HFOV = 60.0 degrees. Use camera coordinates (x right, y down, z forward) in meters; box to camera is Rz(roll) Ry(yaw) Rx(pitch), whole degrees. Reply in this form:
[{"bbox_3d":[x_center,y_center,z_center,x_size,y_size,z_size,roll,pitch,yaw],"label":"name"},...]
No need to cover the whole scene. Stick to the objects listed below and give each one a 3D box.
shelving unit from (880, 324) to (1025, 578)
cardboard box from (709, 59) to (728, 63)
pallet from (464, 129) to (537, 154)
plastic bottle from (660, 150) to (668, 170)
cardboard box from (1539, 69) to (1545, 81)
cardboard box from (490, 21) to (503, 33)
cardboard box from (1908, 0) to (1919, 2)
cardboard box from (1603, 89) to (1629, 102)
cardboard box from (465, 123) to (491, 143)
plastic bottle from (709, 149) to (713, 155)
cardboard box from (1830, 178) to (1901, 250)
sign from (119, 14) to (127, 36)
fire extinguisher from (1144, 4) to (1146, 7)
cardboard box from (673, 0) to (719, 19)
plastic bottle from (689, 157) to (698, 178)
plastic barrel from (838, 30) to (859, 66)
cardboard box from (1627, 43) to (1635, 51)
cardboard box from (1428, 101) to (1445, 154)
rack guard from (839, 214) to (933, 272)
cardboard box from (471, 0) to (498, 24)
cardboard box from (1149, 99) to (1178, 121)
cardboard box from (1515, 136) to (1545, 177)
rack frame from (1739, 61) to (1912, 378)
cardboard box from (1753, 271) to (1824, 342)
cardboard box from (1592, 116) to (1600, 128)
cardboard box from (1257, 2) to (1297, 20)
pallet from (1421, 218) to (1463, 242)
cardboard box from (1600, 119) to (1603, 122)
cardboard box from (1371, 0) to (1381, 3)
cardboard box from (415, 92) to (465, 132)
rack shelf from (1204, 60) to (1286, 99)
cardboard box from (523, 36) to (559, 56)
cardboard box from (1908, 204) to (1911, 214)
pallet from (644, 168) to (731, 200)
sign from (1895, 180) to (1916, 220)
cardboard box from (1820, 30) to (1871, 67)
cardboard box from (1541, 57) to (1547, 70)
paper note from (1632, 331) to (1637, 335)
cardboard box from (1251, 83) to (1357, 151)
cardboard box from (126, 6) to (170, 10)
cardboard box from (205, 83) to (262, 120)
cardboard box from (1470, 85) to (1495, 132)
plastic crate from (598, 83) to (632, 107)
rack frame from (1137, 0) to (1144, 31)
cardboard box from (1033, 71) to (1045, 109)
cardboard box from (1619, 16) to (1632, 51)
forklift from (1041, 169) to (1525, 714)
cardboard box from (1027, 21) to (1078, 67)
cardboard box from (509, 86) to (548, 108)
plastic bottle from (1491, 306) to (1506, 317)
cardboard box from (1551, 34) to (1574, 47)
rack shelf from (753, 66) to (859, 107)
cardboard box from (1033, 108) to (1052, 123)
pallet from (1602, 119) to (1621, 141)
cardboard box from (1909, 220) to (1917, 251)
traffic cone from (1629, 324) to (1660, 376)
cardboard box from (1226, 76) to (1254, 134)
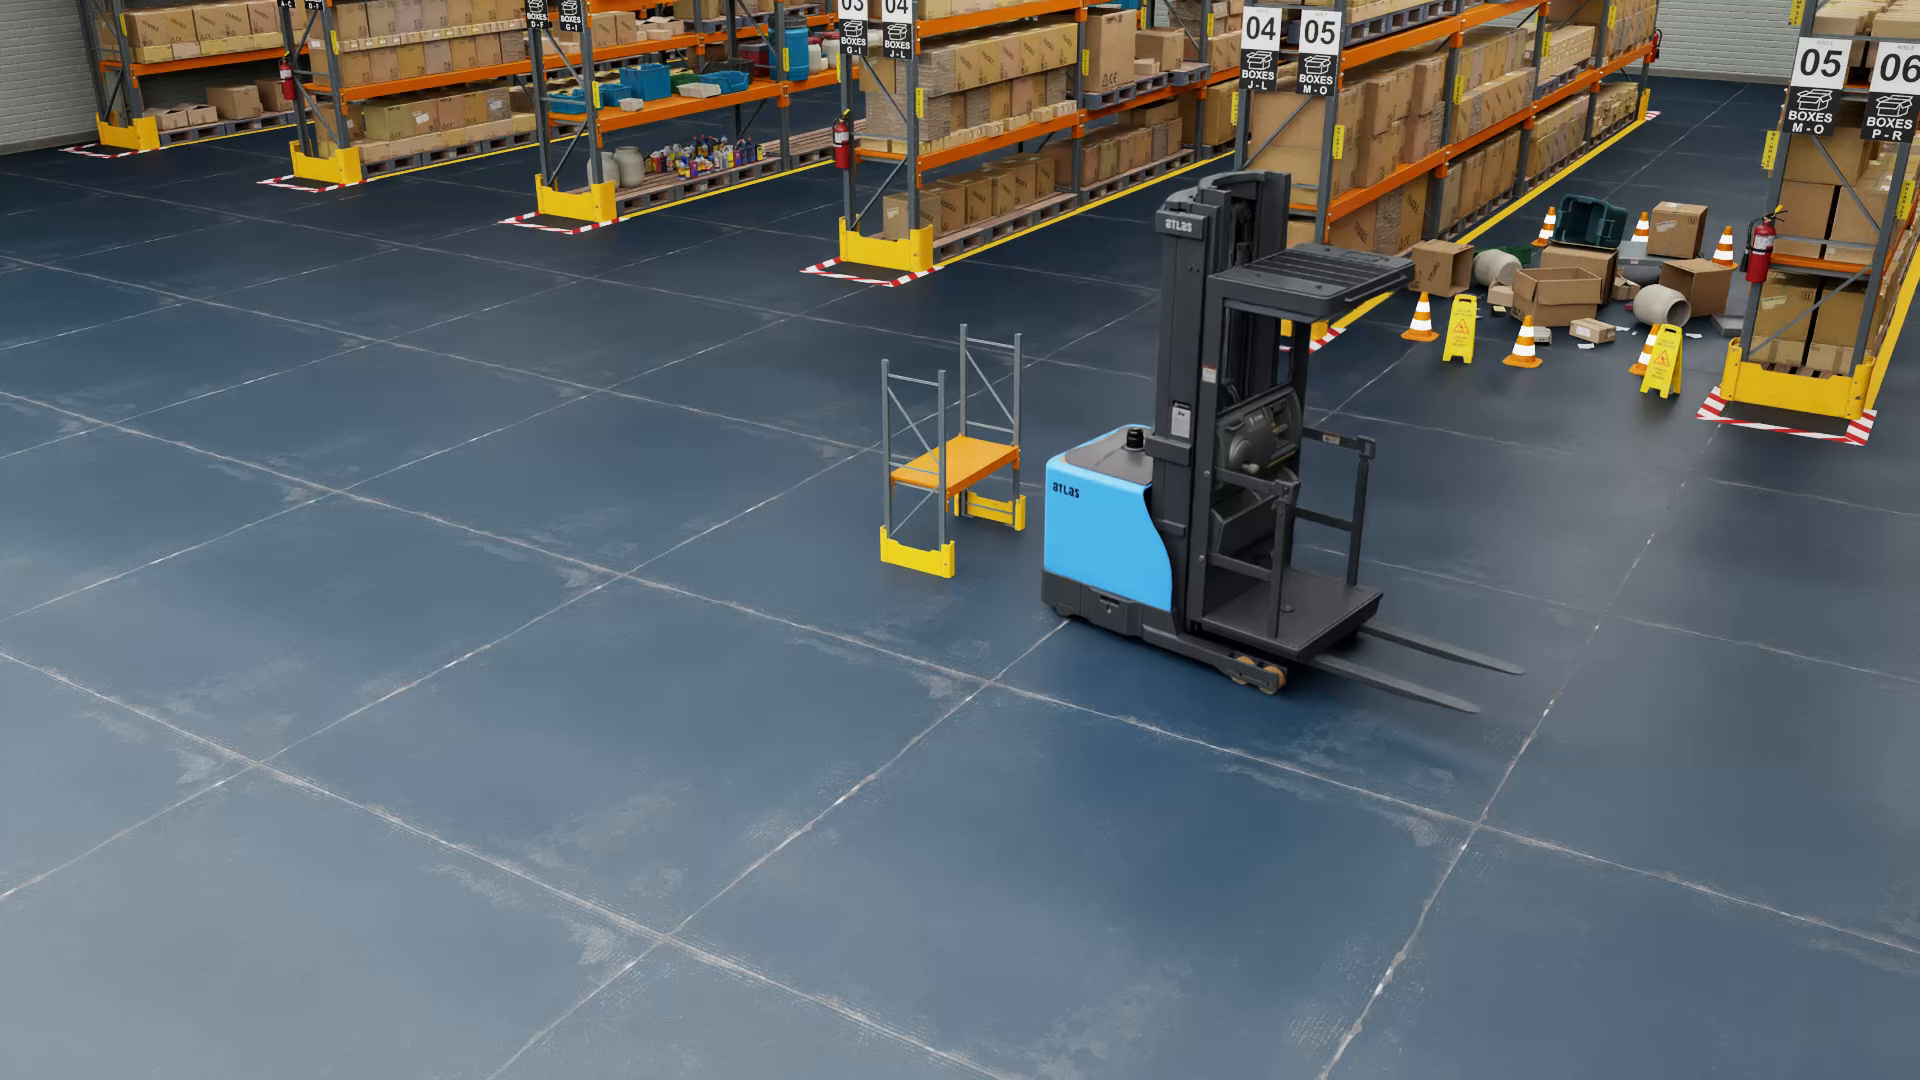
[{"bbox_3d":[-0.040,-0.663,11.893,0.587,1.500,1.083,14,27,29],"label":"shelving unit"},{"bbox_3d":[-4.362,-8.764,31.310,0.500,0.500,0.500,13,27,27],"label":"cardboard box"},{"bbox_3d":[-7.682,-6.548,27.109,1.003,0.211,1.213,14,27,29],"label":"pallet"},{"bbox_3d":[-4.305,-5.488,24.025,0.152,0.276,0.135,13,27,28],"label":"plastic bottle"},{"bbox_3d":[8.007,-6.563,23.422,0.380,0.149,0.250,15,28,31],"label":"cardboard box"},{"bbox_3d":[-7.456,-8.122,26.294,0.380,0.149,0.250,13,27,27],"label":"cardboard box"},{"bbox_3d":[8.888,-4.864,15.247,0.380,0.149,0.250,14,27,30],"label":"cardboard box"},{"bbox_3d":[11.119,-7.549,28.223,0.380,0.149,0.250,15,28,31],"label":"cardboard box"},{"bbox_3d":[-7.809,-6.477,26.369,0.500,0.250,0.500,14,27,29],"label":"cardboard box"},{"bbox_3d":[-3.567,-5.520,24.090,0.061,0.283,0.133,14,27,29],"label":"plastic bottle"},{"bbox_3d":[7.982,-2.867,14.597,0.500,0.500,0.500,13,27,28],"label":"cardboard box"},{"bbox_3d":[-13.086,-8.058,25.997,0.100,0.325,0.005,14,27,29],"label":"sign"},{"bbox_3d":[3.775,-10.847,34.097,0.296,0.674,0.183,14,27,29],"label":"fire extinguisher"},{"bbox_3d":[-4.880,-9.912,30.716,0.700,0.500,0.500,5,24,11],"label":"cardboard box"},{"bbox_3d":[-3.774,-5.272,23.518,0.061,0.283,0.133,14,27,30],"label":"plastic bottle"},{"bbox_3d":[-1.714,-7.781,26.277,0.433,0.535,0.433,0,23,0],"label":"plastic barrel"},{"bbox_3d":[11.185,-8.364,28.112,0.380,0.149,0.250,13,26,27],"label":"cardboard box"},{"bbox_3d":[5.164,-4.878,19.554,0.875,0.550,0.550,14,27,29],"label":"cardboard box"},{"bbox_3d":[-0.882,-3.538,19.794,1.175,0.500,0.348,14,27,29],"label":"rack guard"},{"bbox_3d":[-7.721,-8.406,26.134,0.700,0.500,0.500,14,27,29],"label":"cardboard box"},{"bbox_3d":[2.970,-6.526,25.199,0.500,0.250,0.500,15,28,31],"label":"cardboard box"},{"bbox_3d":[8.048,-5.517,23.837,0.500,0.500,0.500,13,26,27],"label":"cardboard box"},{"bbox_3d":[7.497,-2.583,14.441,1.000,3.000,0.127,14,27,29],"label":"rack frame"},{"bbox_3d":[7.698,-2.183,15.506,0.500,0.500,0.500,14,27,29],"label":"cardboard box"},{"bbox_3d":[10.031,-6.713,26.666,0.380,0.149,0.250,15,28,31],"label":"cardboard box"},{"bbox_3d":[3.125,-5.269,16.532,0.380,0.149,0.250,14,27,29],"label":"cardboard box"},{"bbox_3d":[5.691,-3.933,21.069,1.003,0.211,1.213,14,27,29],"label":"pallet"},{"bbox_3d":[10.352,-6.857,27.374,0.380,0.149,0.250,13,27,28],"label":"cardboard box"},{"bbox_3d":[3.977,-5.550,16.678,0.500,0.250,0.500,13,27,28],"label":"cardboard box"},{"bbox_3d":[-8.071,-6.652,25.829,0.500,0.500,0.500,14,27,29],"label":"cardboard box"},{"bbox_3d":[4.352,-7.705,27.178,1.077,0.370,4.000,14,27,29],"label":"rack shelf"},{"bbox_3d":[-7.004,-8.194,27.590,0.500,0.250,0.500,16,28,32],"label":"cardboard box"},{"bbox_3d":[9.163,-3.302,16.418,0.380,0.149,0.250,13,27,28],"label":"cardboard box"},{"bbox_3d":[-4.053,-5.137,23.850,1.003,0.211,1.213,14,27,29],"label":"pallet"},{"bbox_3d":[7.958,-2.867,14.007,0.100,0.325,0.005,14,27,29],"label":"sign"},{"bbox_3d":[7.538,-4.256,14.345,0.500,0.250,0.500,13,27,28],"label":"cardboard box"},{"bbox_3d":[8.025,-6.713,23.395,0.380,0.149,0.250,15,28,31],"label":"cardboard box"},{"bbox_3d":[6.966,-2.137,17.174,0.032,0.001,0.123,14,27,29],"label":"paper note"},{"bbox_3d":[3.467,-4.268,16.785,0.875,0.550,0.550,14,27,29],"label":"cardboard box"},{"bbox_3d":[-13.205,-8.430,27.167,0.500,0.500,0.500,14,27,30],"label":"cardboard box"},{"bbox_3d":[-12.375,-7.473,28.329,0.700,0.500,0.500,12,26,26],"label":"cardboard box"},{"bbox_3d":[6.386,-5.442,20.919,0.500,0.500,0.500,14,27,29],"label":"cardboard box"},{"bbox_3d":[-4.773,-6.079,22.704,0.499,0.251,0.408,14,27,29],"label":"plastic crate"},{"bbox_3d":[3.310,-11.098,34.110,1.000,3.000,0.127,14,27,29],"label":"rack frame"},{"bbox_3d":[0.604,-5.892,21.584,0.875,0.500,0.500,14,27,29],"label":"cardboard box"},{"bbox_3d":[10.594,-8.264,27.064,0.500,0.500,0.500,13,27,28],"label":"cardboard box"},{"bbox_3d":[1.992,-0.648,10.056,3.031,2.935,1.130,19,30,36],"label":"forklift"},{"bbox_3d":[1.184,-6.442,21.595,0.500,0.500,0.500,14,27,29],"label":"cardboard box"},{"bbox_3d":[-7.256,-7.472,27.961,0.500,0.311,0.500,14,27,29],"label":"cardboard box"},{"bbox_3d":[5.787,-2.467,17.871,0.133,0.061,0.283,5,24,11],"label":"plastic bottle"},{"bbox_3d":[8.834,-7.371,24.539,0.380,0.149,0.250,13,26,27],"label":"cardboard box"},{"bbox_3d":[-1.965,-7.393,26.457,1.077,0.370,4.000,14,27,29],"label":"rack shelf"},{"bbox_3d":[0.964,-5.498,21.492,0.380,0.149,0.250,14,27,29],"label":"cardboard box"},{"bbox_3d":[10.535,-7.004,28.164,1.003,0.211,1.213,14,27,29],"label":"pallet"},{"bbox_3d":[10.623,-3.576,19.513,0.950,0.372,0.625,15,28,31],"label":"cardboard box"},{"bbox_3d":[6.628,-1.834,15.905,0.336,0.463,0.334,14,27,29],"label":"traffic cone"},{"bbox_3d":[4.156,-7.105,27.033,1.225,0.875,0.875,14,27,29],"label":"cardboard box"}]
